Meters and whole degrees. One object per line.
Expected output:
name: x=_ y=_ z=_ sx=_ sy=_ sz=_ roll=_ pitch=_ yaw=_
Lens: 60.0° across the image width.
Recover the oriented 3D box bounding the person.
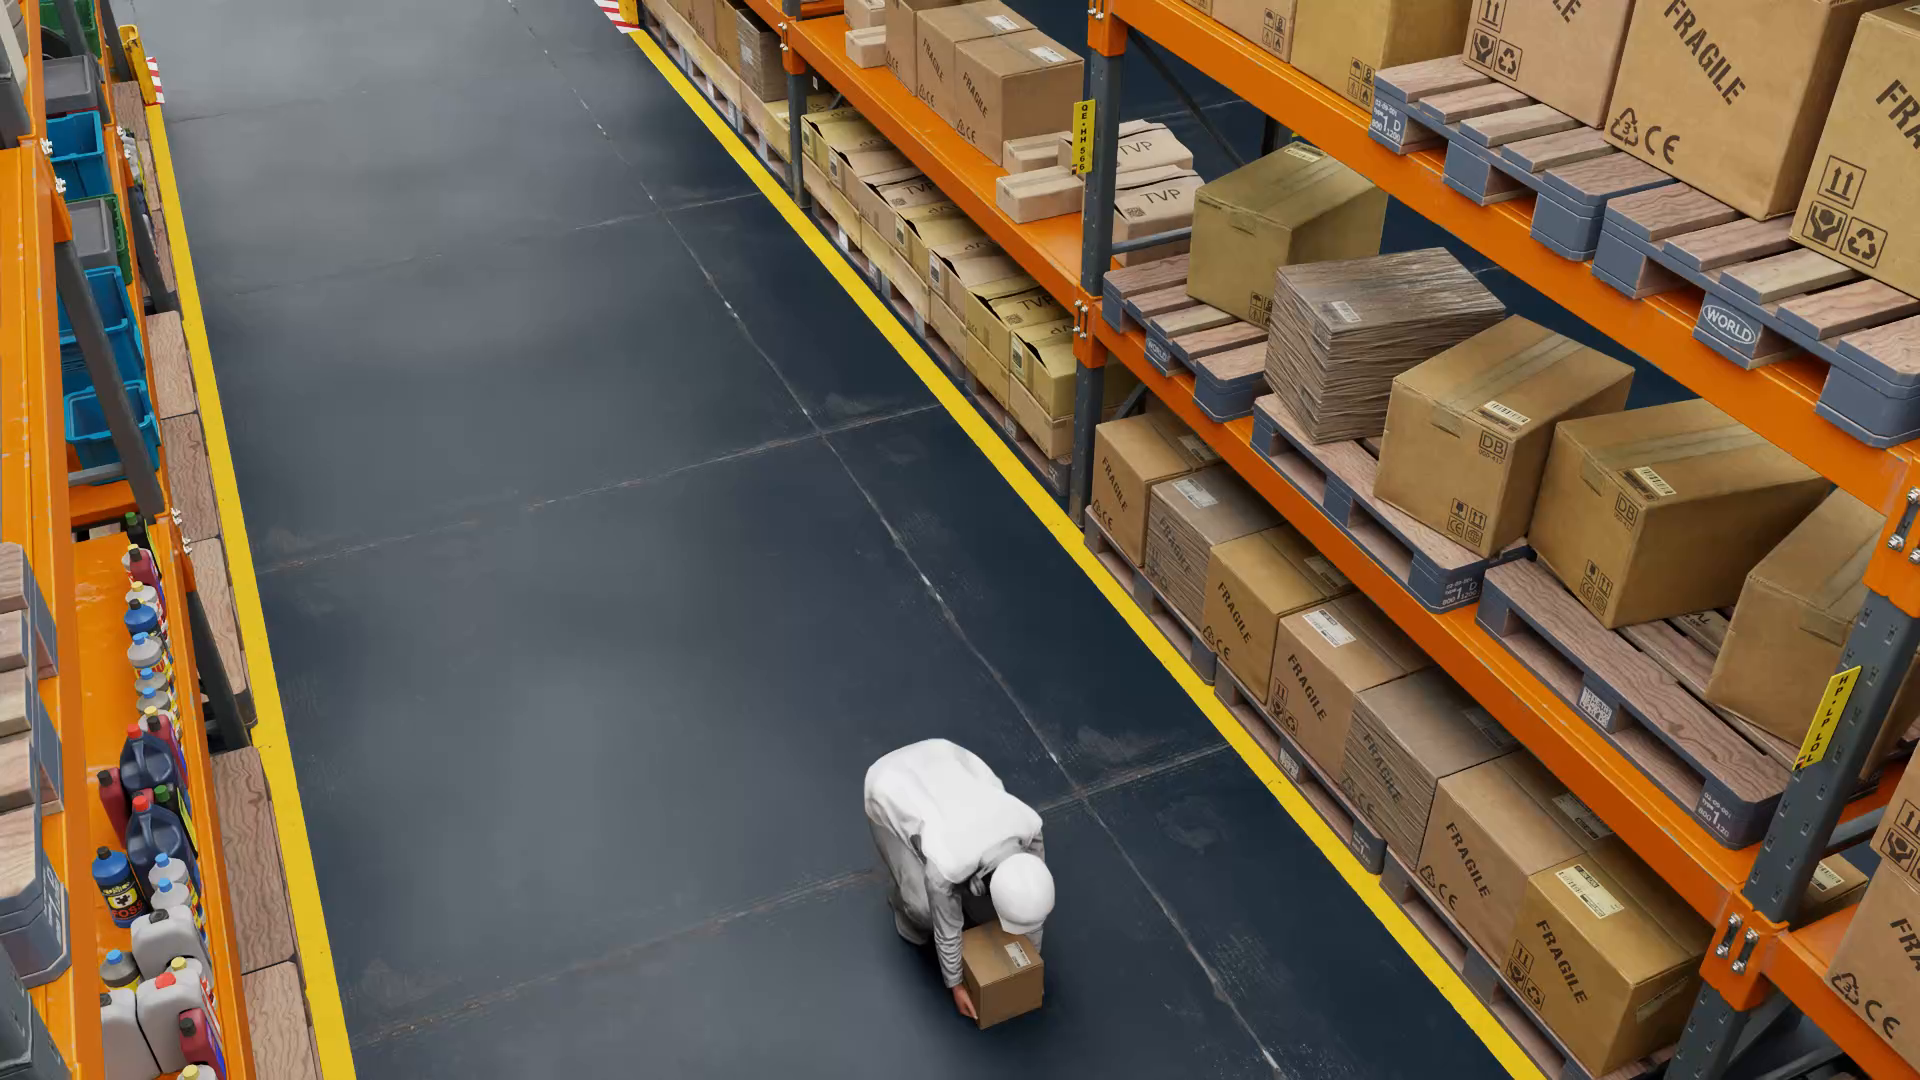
person: x=0.017 y=1.213 z=6.070 sx=0.507 sy=0.792 sz=0.988 roll=-17 pitch=40 yaw=-21
